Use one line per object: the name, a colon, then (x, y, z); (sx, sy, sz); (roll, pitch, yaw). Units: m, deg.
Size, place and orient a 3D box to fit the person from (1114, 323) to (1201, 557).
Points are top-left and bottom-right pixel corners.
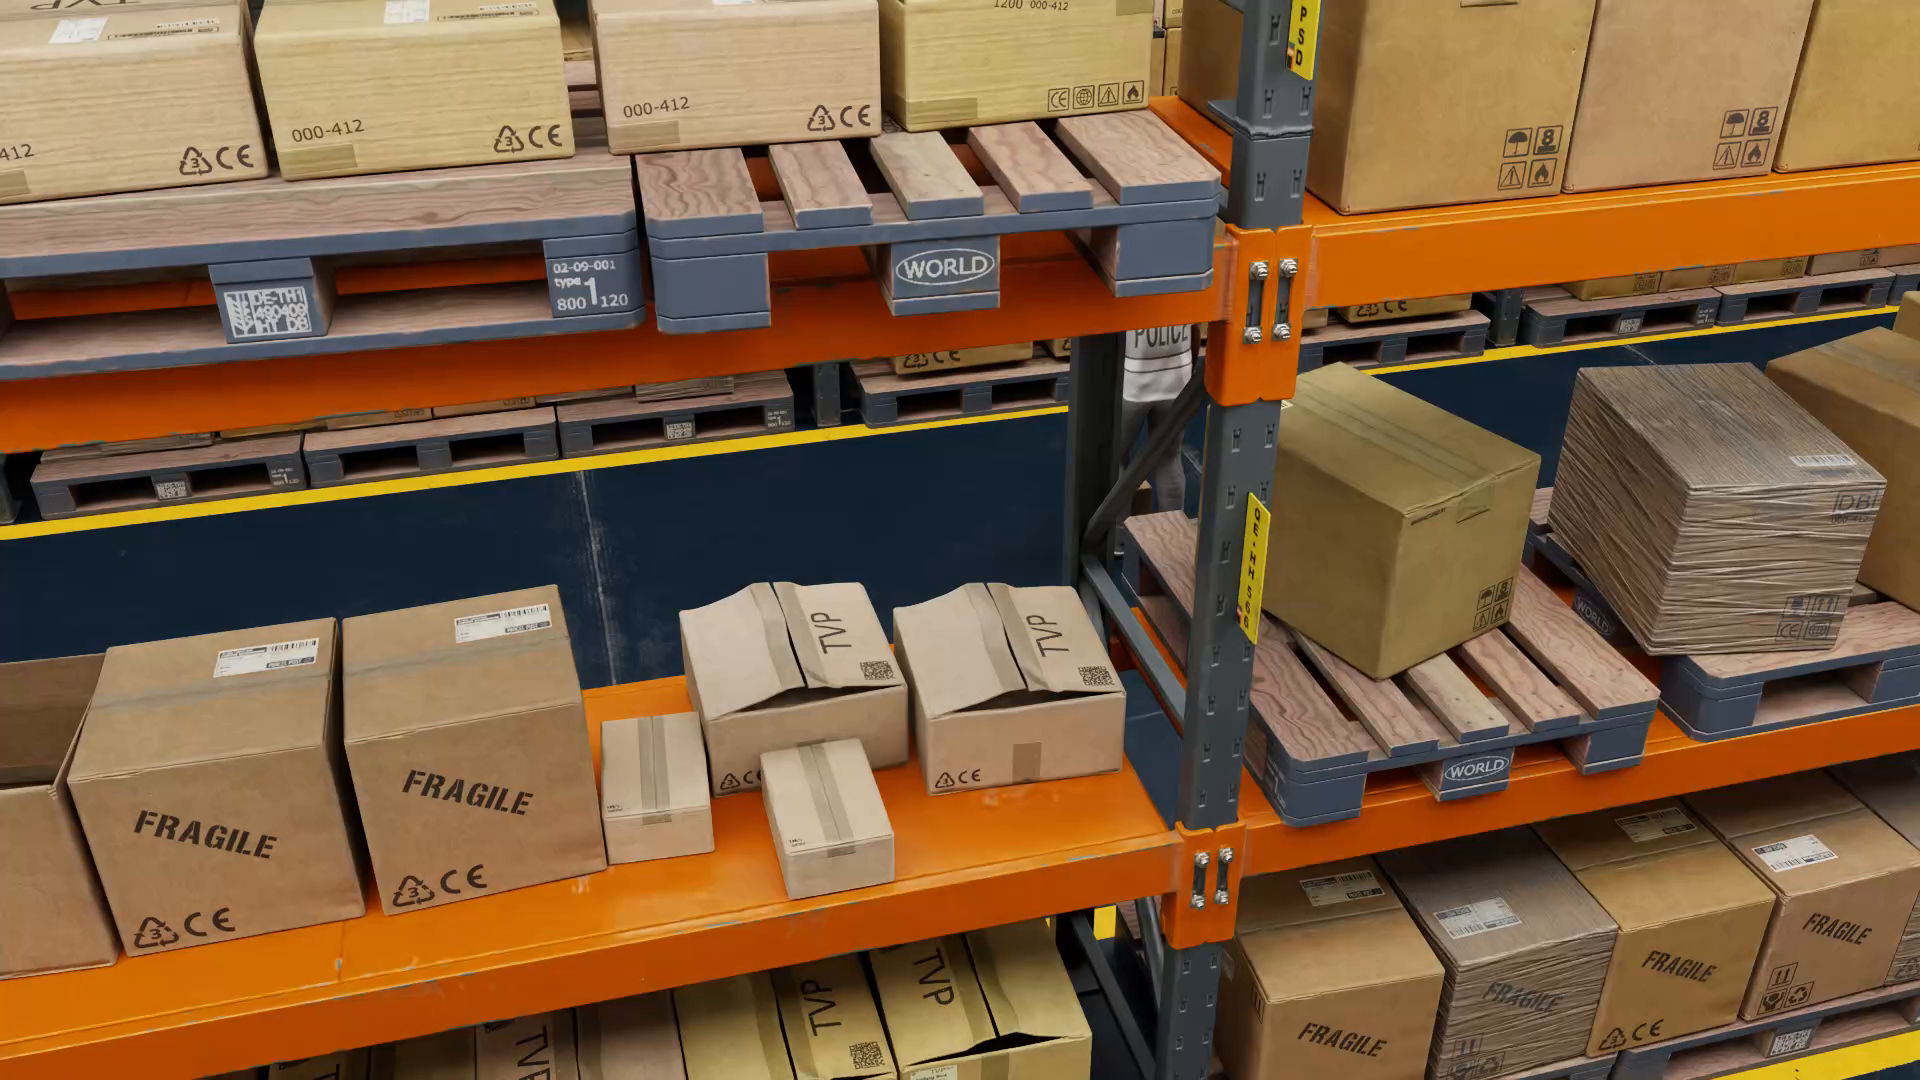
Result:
person: (0.803, -0.676, 7.285); (0.517, 1.655, 0.427); (-9, 32, -15)
